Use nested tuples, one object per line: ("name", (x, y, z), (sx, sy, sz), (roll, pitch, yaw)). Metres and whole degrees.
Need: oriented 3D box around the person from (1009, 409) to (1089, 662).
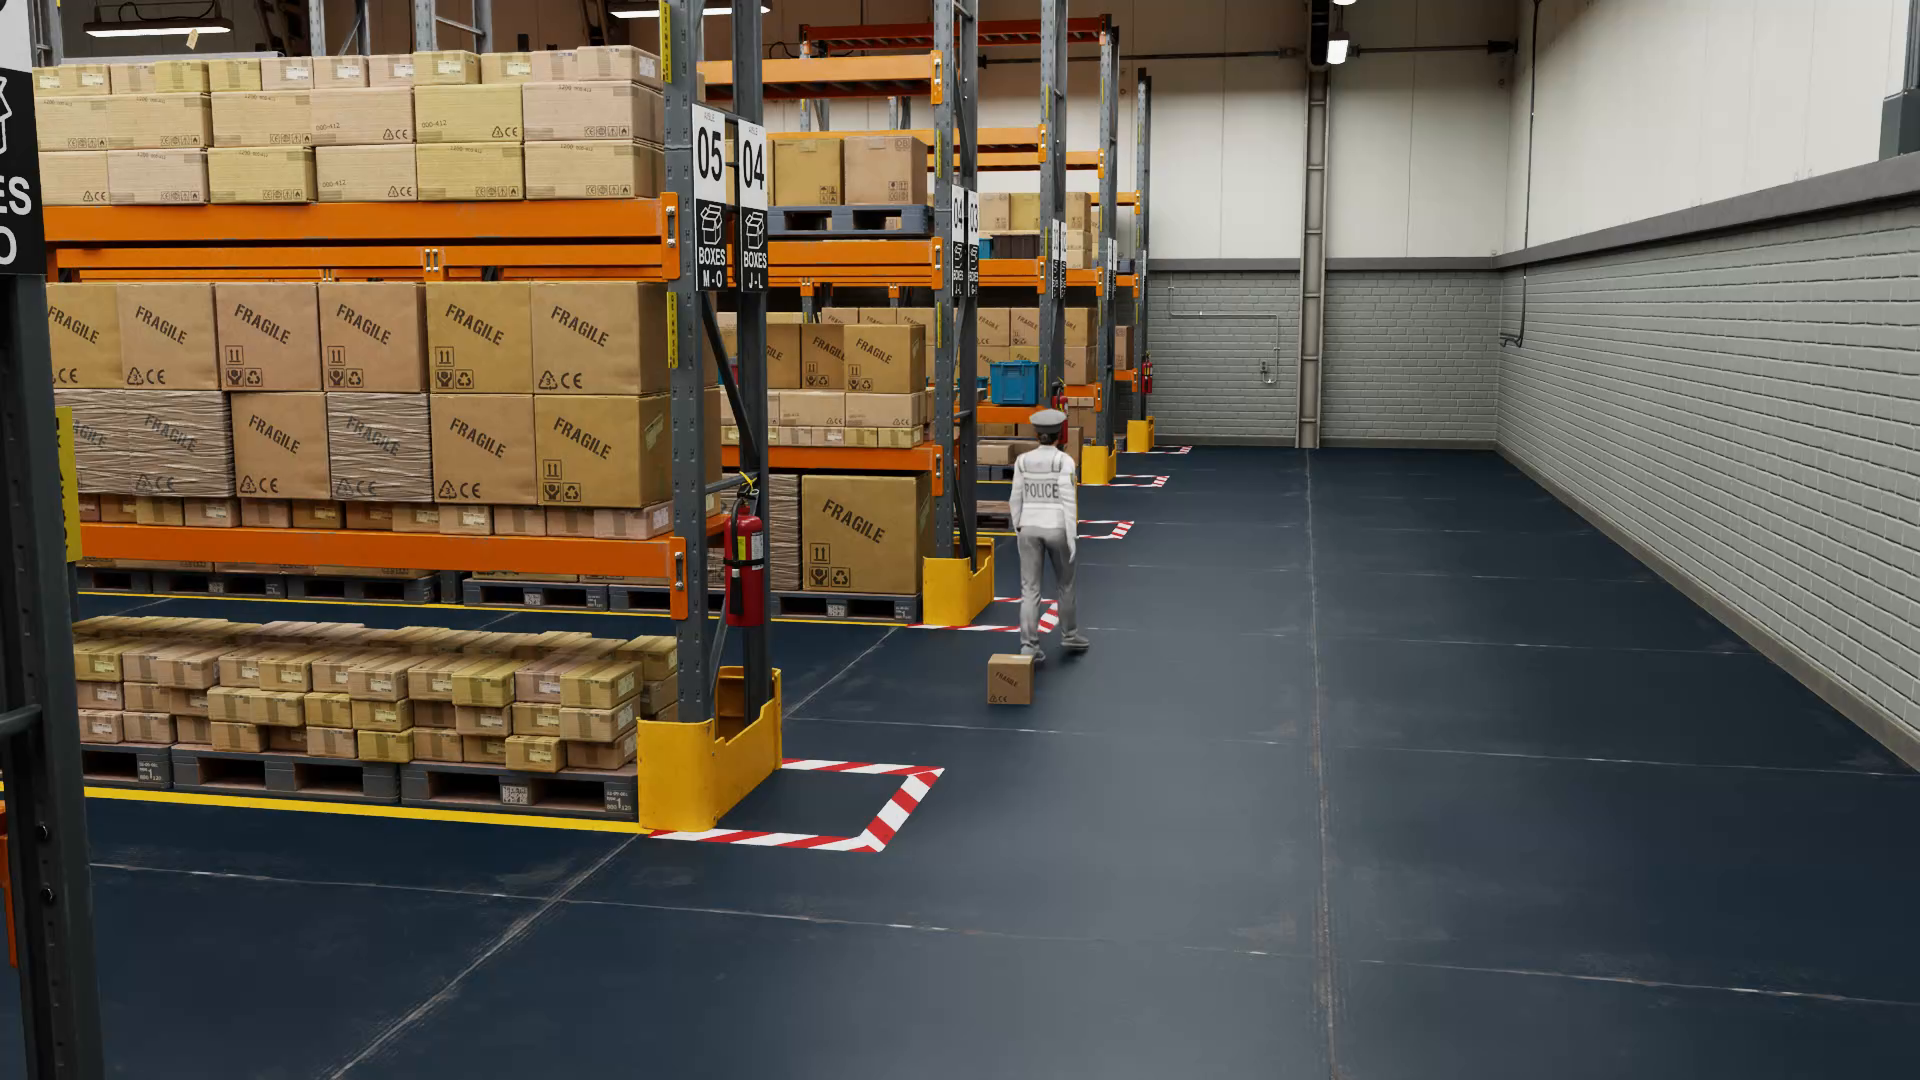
("person", (0.569, -0.044, 11.018), (0.509, 1.638, 0.892), (3, 9, 18))
